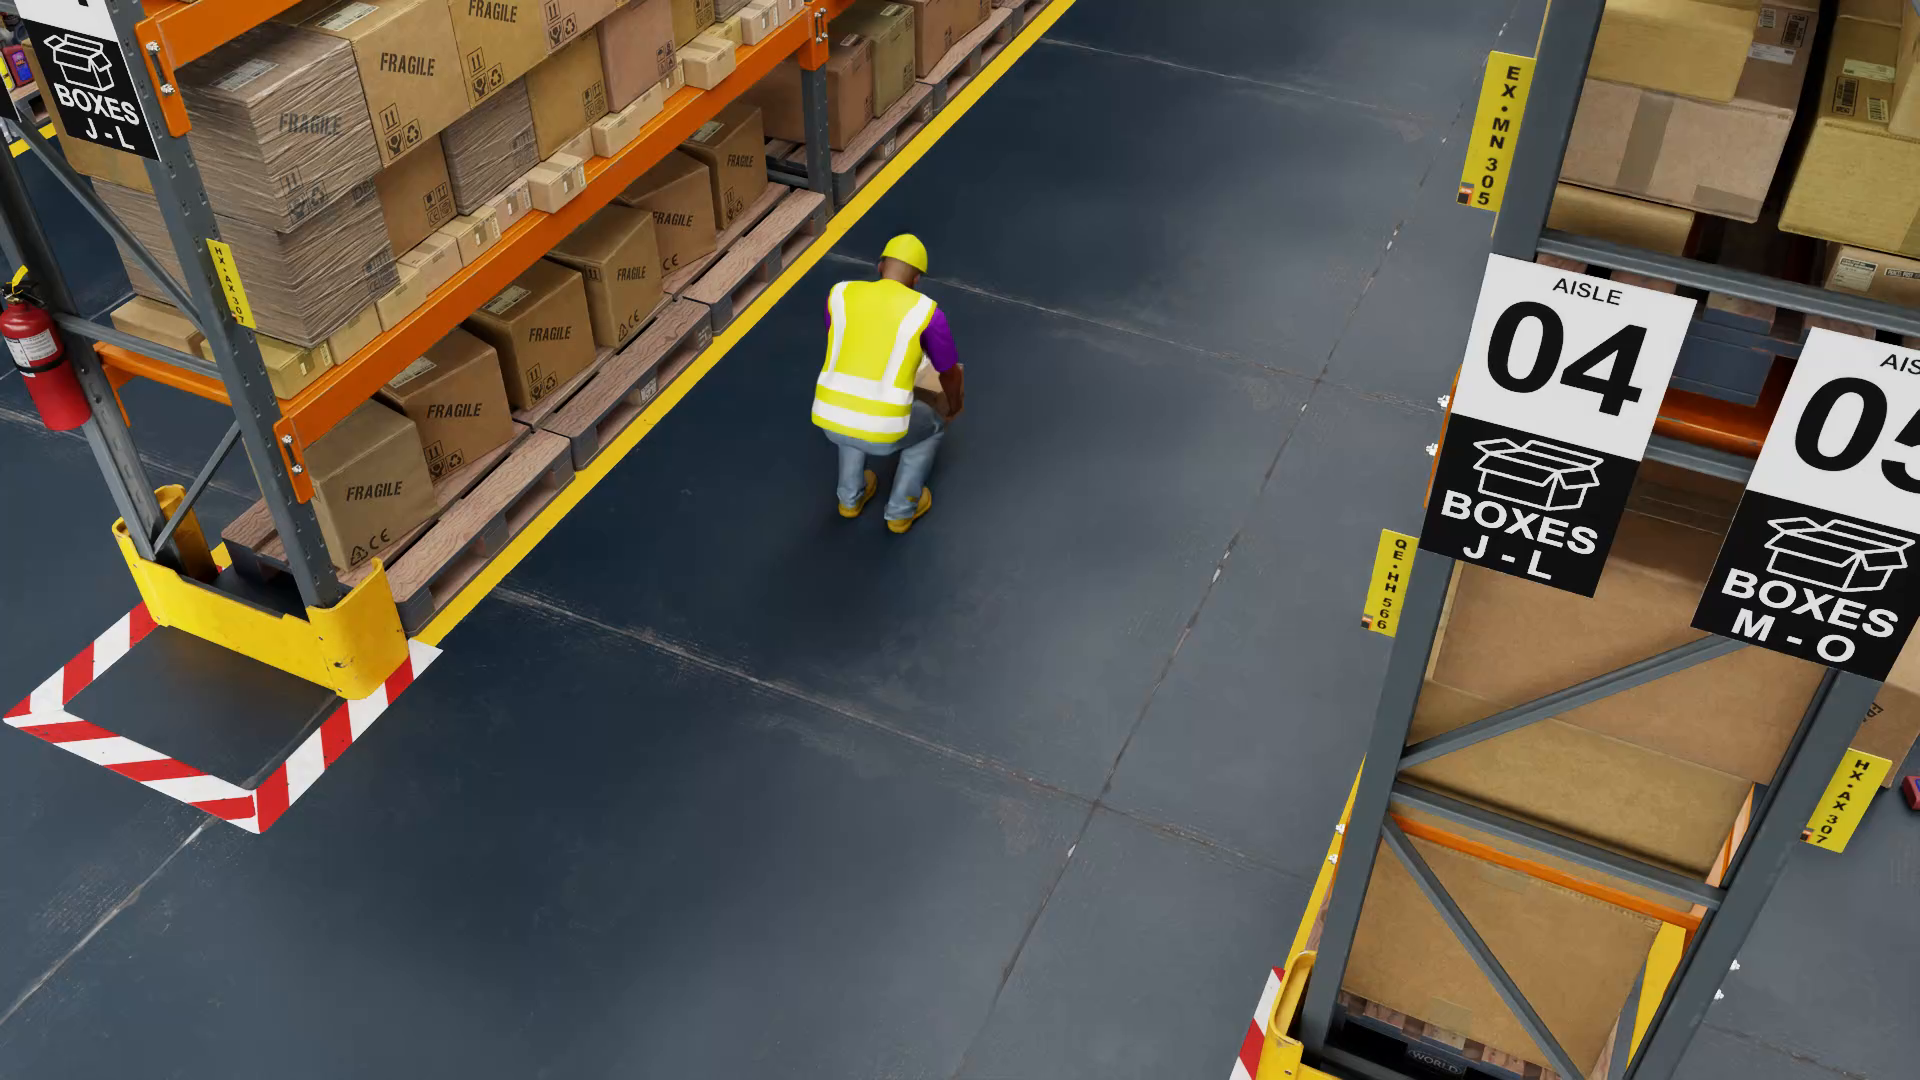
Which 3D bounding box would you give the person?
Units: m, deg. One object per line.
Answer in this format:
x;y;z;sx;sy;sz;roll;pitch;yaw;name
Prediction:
-0.347;-0.628;7.370;0.595;1.072;0.874;17;45;18;person
